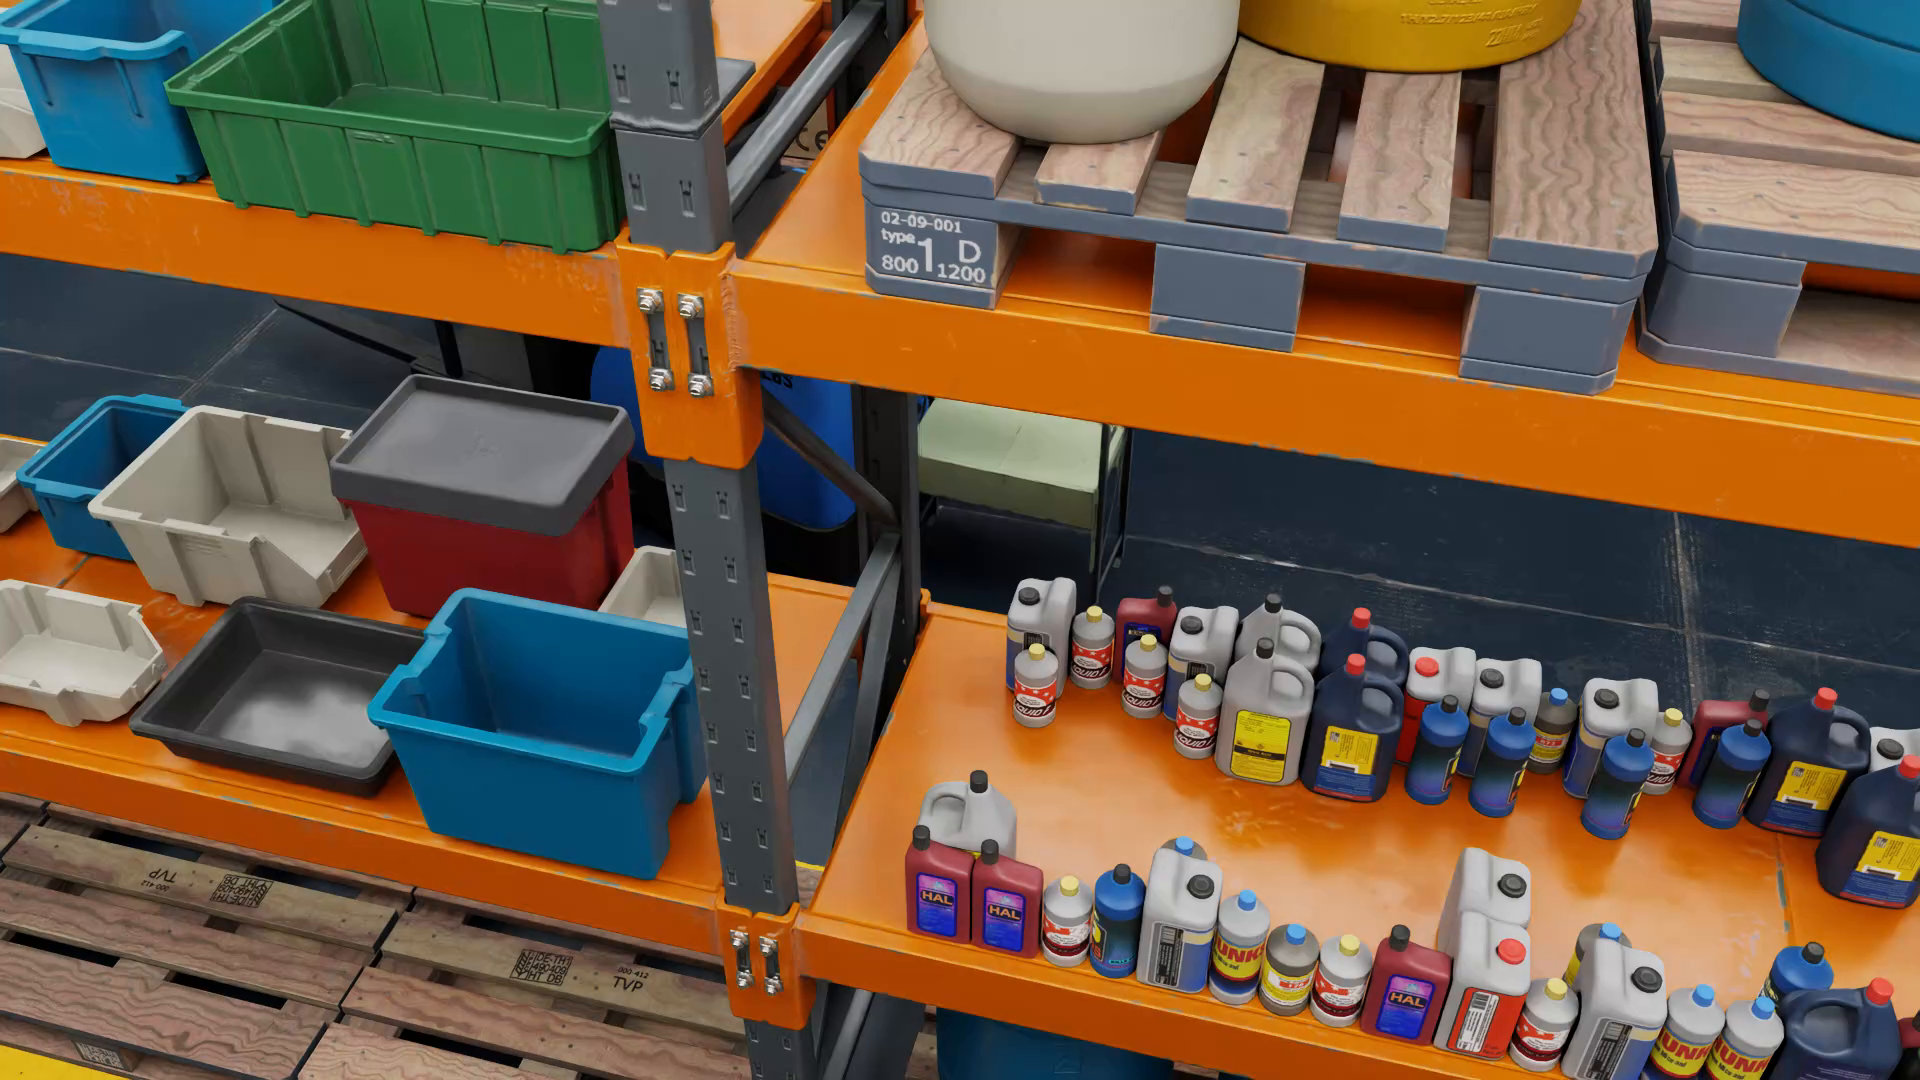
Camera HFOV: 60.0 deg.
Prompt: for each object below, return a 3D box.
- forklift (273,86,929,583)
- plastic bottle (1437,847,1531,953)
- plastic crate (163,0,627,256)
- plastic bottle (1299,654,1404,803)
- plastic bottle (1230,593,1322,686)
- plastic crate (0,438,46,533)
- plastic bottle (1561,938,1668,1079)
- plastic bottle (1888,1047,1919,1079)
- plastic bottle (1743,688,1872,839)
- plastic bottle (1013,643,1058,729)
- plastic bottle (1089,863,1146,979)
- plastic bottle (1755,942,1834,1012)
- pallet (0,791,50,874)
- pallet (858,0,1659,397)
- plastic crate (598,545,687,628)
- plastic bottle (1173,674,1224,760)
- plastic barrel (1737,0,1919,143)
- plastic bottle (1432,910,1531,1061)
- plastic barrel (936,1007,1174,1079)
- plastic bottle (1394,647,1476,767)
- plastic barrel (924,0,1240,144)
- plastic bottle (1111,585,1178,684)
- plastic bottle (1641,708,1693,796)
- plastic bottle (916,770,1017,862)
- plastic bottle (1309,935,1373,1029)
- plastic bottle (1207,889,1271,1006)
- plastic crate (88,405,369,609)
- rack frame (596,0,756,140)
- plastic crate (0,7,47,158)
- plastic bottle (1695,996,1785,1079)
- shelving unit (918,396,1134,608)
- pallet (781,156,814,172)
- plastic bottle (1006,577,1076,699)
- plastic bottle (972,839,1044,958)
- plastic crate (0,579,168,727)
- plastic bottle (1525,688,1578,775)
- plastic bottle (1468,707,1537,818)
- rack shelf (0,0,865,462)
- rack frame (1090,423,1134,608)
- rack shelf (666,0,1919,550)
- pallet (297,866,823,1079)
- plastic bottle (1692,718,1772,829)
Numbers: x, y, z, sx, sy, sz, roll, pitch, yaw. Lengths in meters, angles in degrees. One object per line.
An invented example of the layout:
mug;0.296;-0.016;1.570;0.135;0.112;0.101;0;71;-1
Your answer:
forklift;-1.479;-1.676;5.966;3.031;2.935;1.130;21;44;23
plastic bottle;1.001;0.714;3.164;0.135;0.276;0.152;10;41;11
plastic crate;-0.769;-0.657;2.532;0.662;0.188;0.450;10;41;11
plastic bottle;0.832;0.382;3.501;0.185;0.351;0.144;10;41;11
plastic bottle;0.691;0.262;3.645;0.185;0.351;0.144;10;41;11
plastic crate;-2.469;-0.145;4.248;0.250;0.136;0.298;10;41;11
plastic bottle;1.185;0.847;3.006;0.135;0.276;0.152;10;41;11
plastic bottle;1.670;0.958;2.868;0.133;0.283;0.061;10;41;11
plastic bottle;1.755;0.445;3.427;0.185;0.351;0.144;10;41;11
plastic bottle;0.168;0.314;3.698;0.097;0.201;0.097;0;40;0
plastic bottle;0.301;0.715;3.167;0.097;0.271;0.097;0;40;0
plastic bottle;1.516;0.828;3.032;0.097;0.271;0.097;0;40;0
pallet;-3.359;0.857;5.065;1.213;0.211;1.003;10;41;11
pallet;0.501;-0.714;2.582;1.003;0.211;1.213;10;41;11
plastic crate;-0.694;0.205;3.832;0.243;0.136;0.396;10;41;11
plastic bottle;0.521;0.375;3.625;0.097;0.201;0.097;0;40;0
plastic barrel;1.406;-1.020;2.083;0.708;0.901;0.600;10;41;11
plastic bottle;0.961;0.808;3.052;0.135;0.276;0.152;10;41;11
plastic barrel;0.239;1.037;3.988;0.708;0.901;0.600;10;41;11
plastic bottle;1.023;0.350;3.597;0.135;0.276;0.152;10;41;11
plastic barrel;0.162;-0.825;2.136;0.433;0.535;0.433;0;40;0
plastic bottle;0.418;0.213;3.755;0.133;0.283;0.061;10;41;11
plastic bottle;1.496;0.442;3.546;0.097;0.201;0.097;0;40;0
plastic bottle;0.014;0.579;3.267;0.185;0.351;0.144;10;41;11
plastic bottle;0.713;0.812;3.105;0.097;0.201;0.097;0;40;0
plastic bottle;0.525;0.753;3.121;0.097;0.271;0.097;0;40;0
plastic crate;-1.709;-0.053;4.026;0.530;0.282;0.437;10;41;11
rack frame;-0.282;-2.004;1.639;0.127;3.000;1.000;10;41;11
plastic crate;-1.609;-0.730;2.659;0.466;0.136;0.293;10;41;11
plastic bottle;1.384;0.901;2.945;0.097;0.271;0.097;0;40;0
shelving unit;0.188;-0.478;5.653;0.755;1.500;0.431;13;42;15
pallet;-0.898;-2.093;8.578;1.213;0.211;1.003;10;41;11
plastic bottle;0.182;0.205;3.770;0.135;0.276;0.152;10;41;11
plastic bottle;0.091;0.686;3.192;0.133;0.283;0.061;10;41;11
plastic crate;-2.042;0.268;3.756;0.466;0.136;0.293;10;41;11
plastic bottle;1.272;0.403;3.592;0.097;0.201;0.097;0;40;0
plastic bottle;1.138;0.455;3.476;0.097;0.271;0.097;0;40;0
rack shelf;-2.214;-0.913;3.231;4.000;0.370;1.077;10;41;11
rack frame;0.533;-0.400;5.560;0.023;1.500;0.400;13;42;15
rack shelf;1.650;-0.248;2.439;4.000;0.370;1.077;10;41;11
pallet;-1.002;1.263;4.582;1.213;0.211;1.003;10;41;11
plastic bottle;1.609;0.475;3.452;0.097;0.271;0.097;0;40;0
